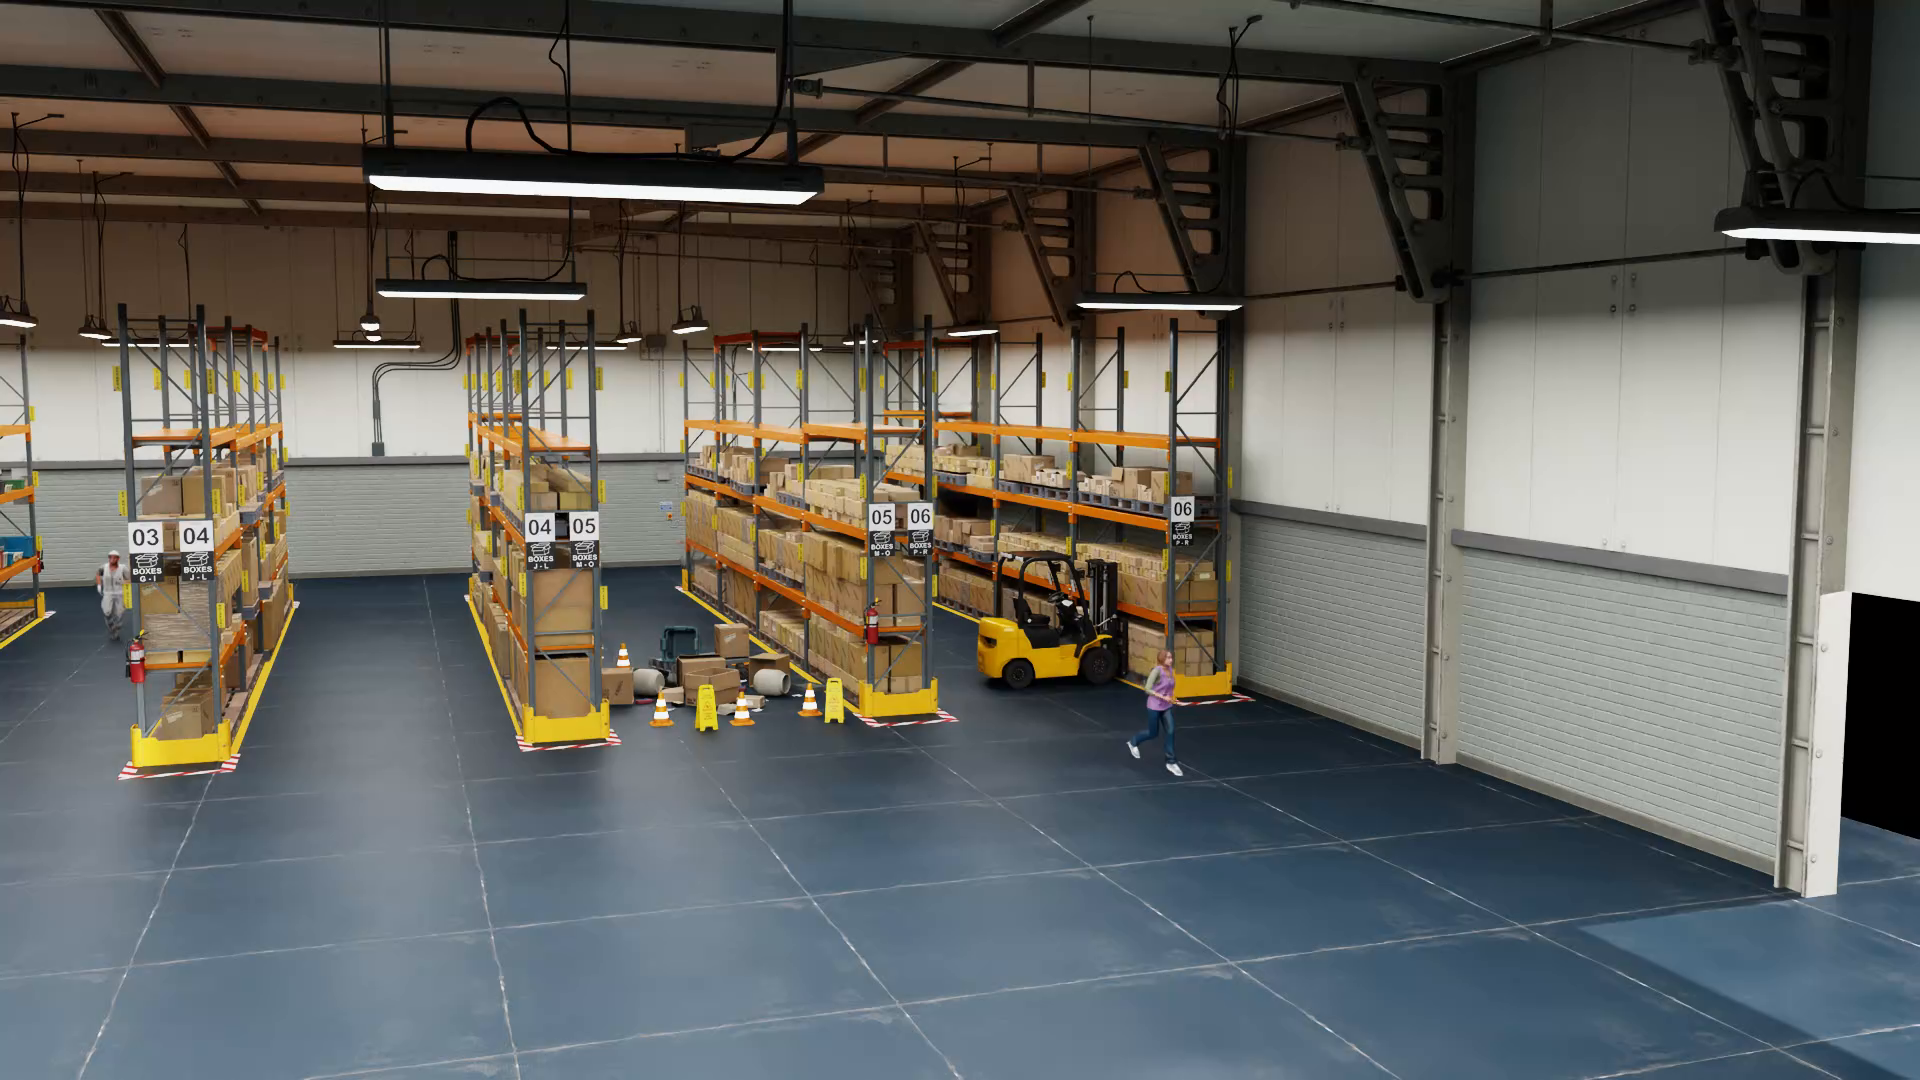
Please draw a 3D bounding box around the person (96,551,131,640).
[{"bbox_3d":[-16.344,1.070,32.137,0.647,1.750,0.735,-2,6,-22],"label":"person"}]

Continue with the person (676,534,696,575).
[{"bbox_3d":[-6.758,0.337,41.350,0.570,1.470,0.521,-2,6,-23],"label":"person"}]

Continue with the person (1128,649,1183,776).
[{"bbox_3d":[2.549,2.181,21.456,0.564,1.592,0.909,-5,8,-44],"label":"person"}]
